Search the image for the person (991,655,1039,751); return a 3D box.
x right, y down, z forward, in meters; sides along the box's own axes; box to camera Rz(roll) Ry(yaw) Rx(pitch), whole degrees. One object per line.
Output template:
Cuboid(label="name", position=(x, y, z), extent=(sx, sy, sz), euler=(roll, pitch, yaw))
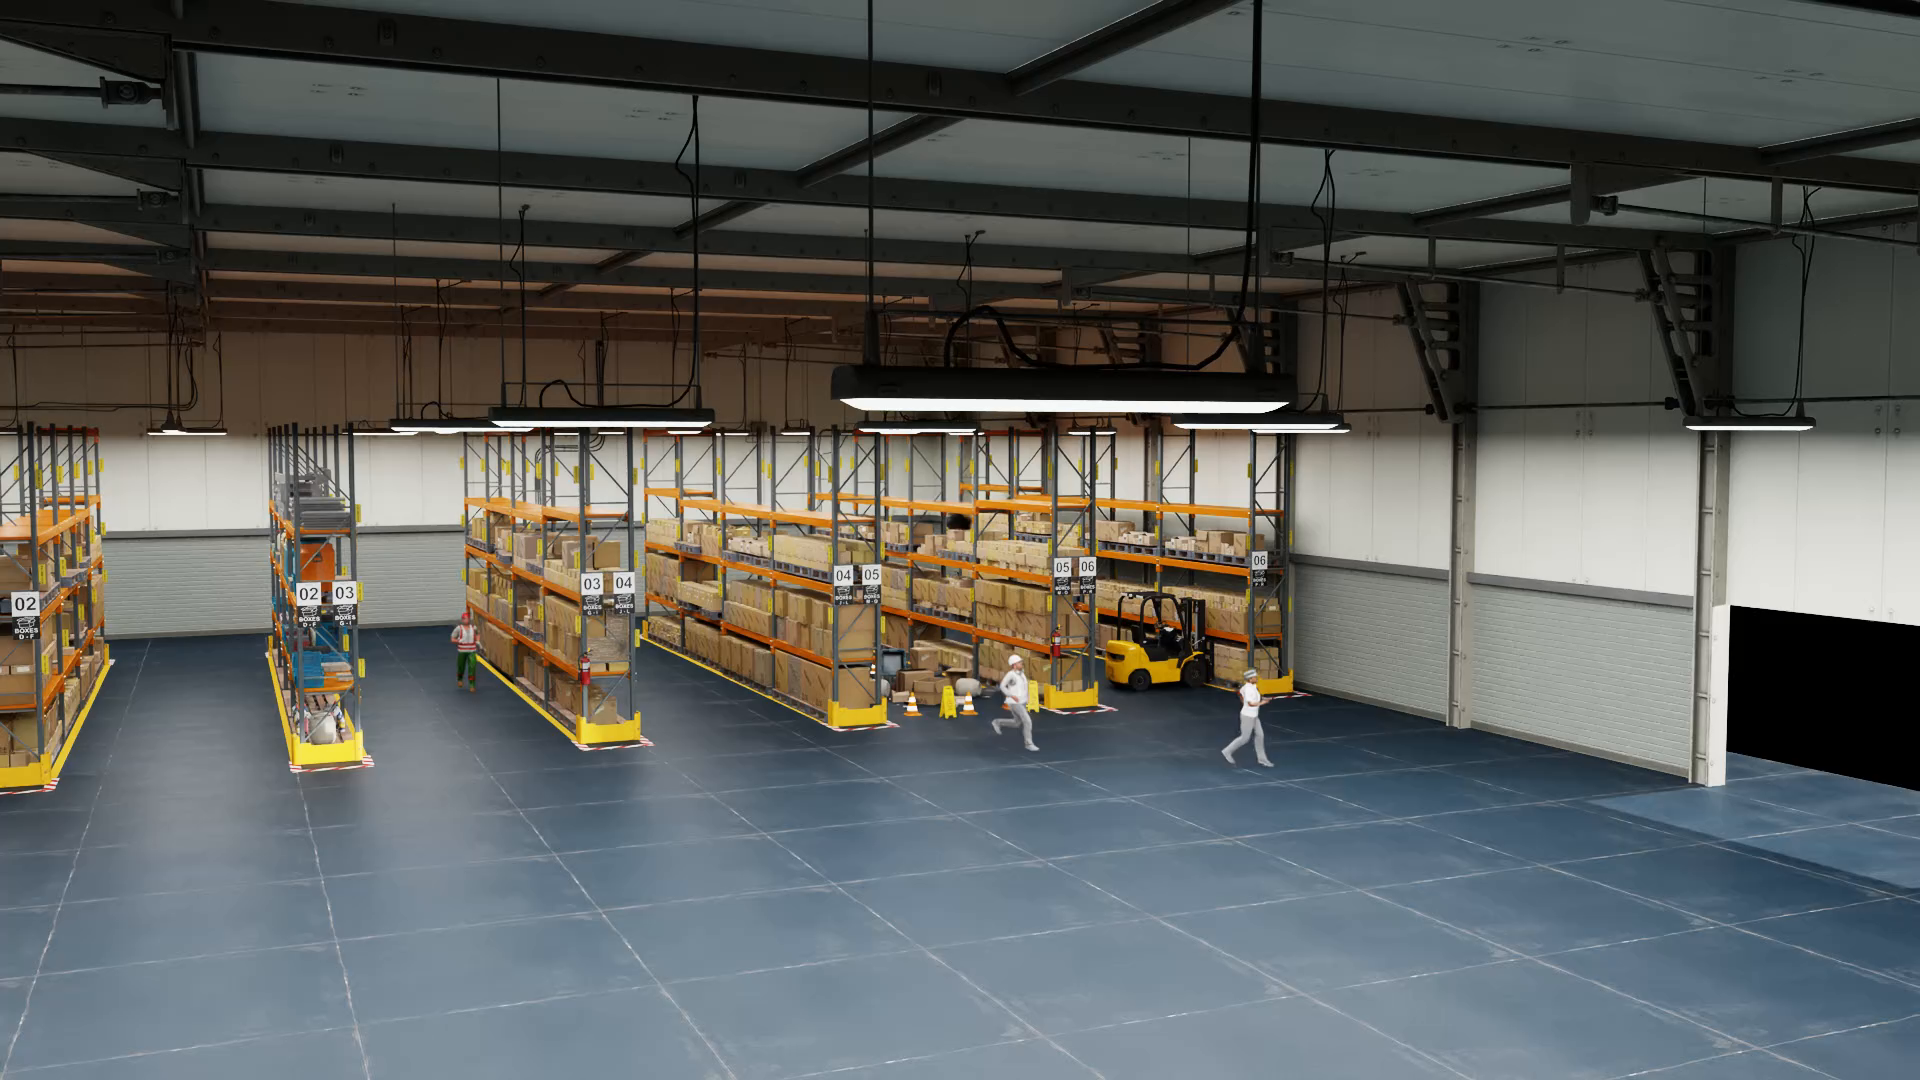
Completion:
Cuboid(label="person", position=(1.017, 2.999, 30.728), extent=(0.979, 1.757, 0.643), euler=(1, 4, 21))

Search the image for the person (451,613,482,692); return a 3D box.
Cuboid(label="person", position=(-11.119, 2.519, 37.474), extent=(0.668, 1.765, 0.998), euler=(-2, 4, -26))

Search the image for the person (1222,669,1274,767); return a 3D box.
Cuboid(label="person", position=(5.022, 3.083, 28.957), extent=(0.901, 1.702, 0.604), euler=(1, 4, 18))

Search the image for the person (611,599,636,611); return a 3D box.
Cuboid(label="person", position=(-9.037, 2.142, 44.536), extent=(0.710, 1.759, 0.690), euler=(-1, 4, -12))
